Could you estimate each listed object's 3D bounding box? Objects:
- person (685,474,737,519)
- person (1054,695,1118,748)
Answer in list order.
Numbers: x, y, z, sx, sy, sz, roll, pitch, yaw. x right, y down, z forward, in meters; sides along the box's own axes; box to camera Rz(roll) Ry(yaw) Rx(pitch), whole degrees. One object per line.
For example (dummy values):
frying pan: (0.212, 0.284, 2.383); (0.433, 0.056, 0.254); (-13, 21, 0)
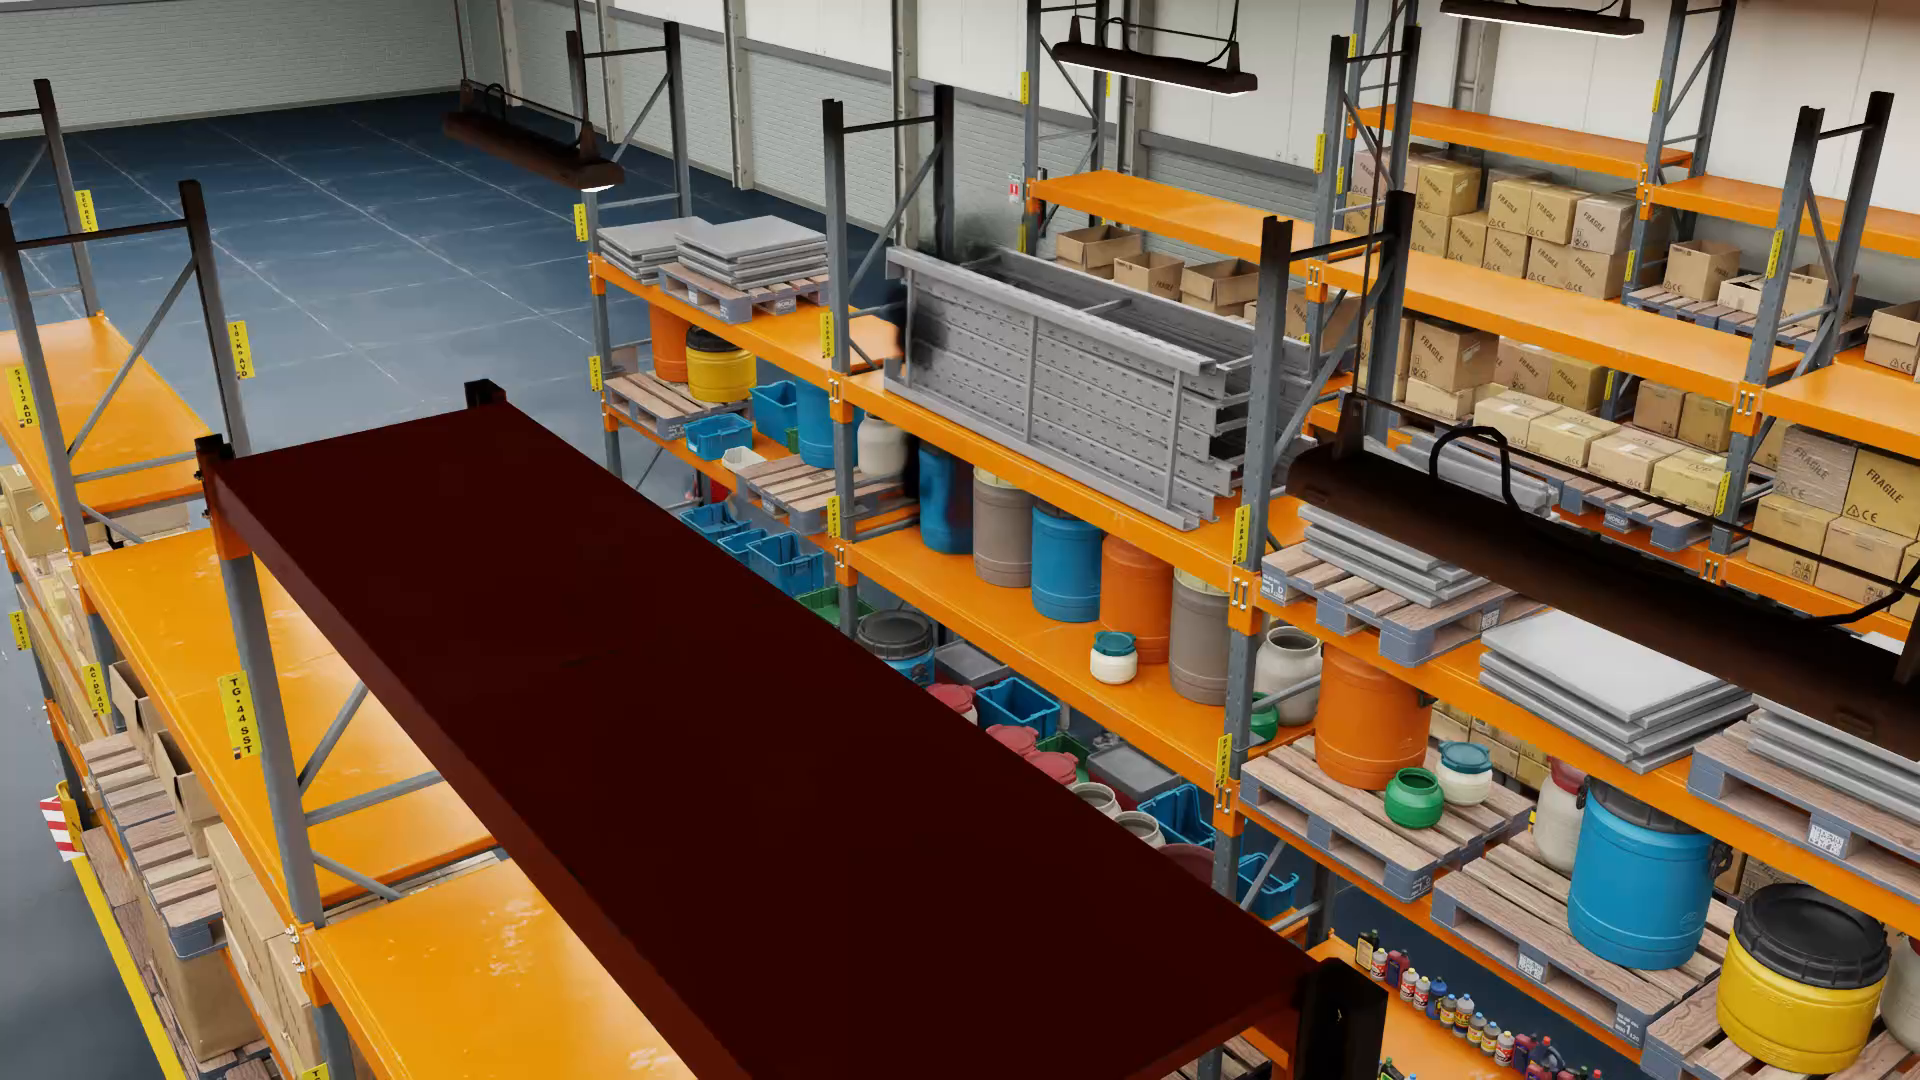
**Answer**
person: (-2.530, -0.212, 17.332); (0.913, 1.732, 0.645); (8, 26, 17)
person: (1.095, 1.124, 14.653); (0.746, 1.635, 0.528); (19, 31, 36)
